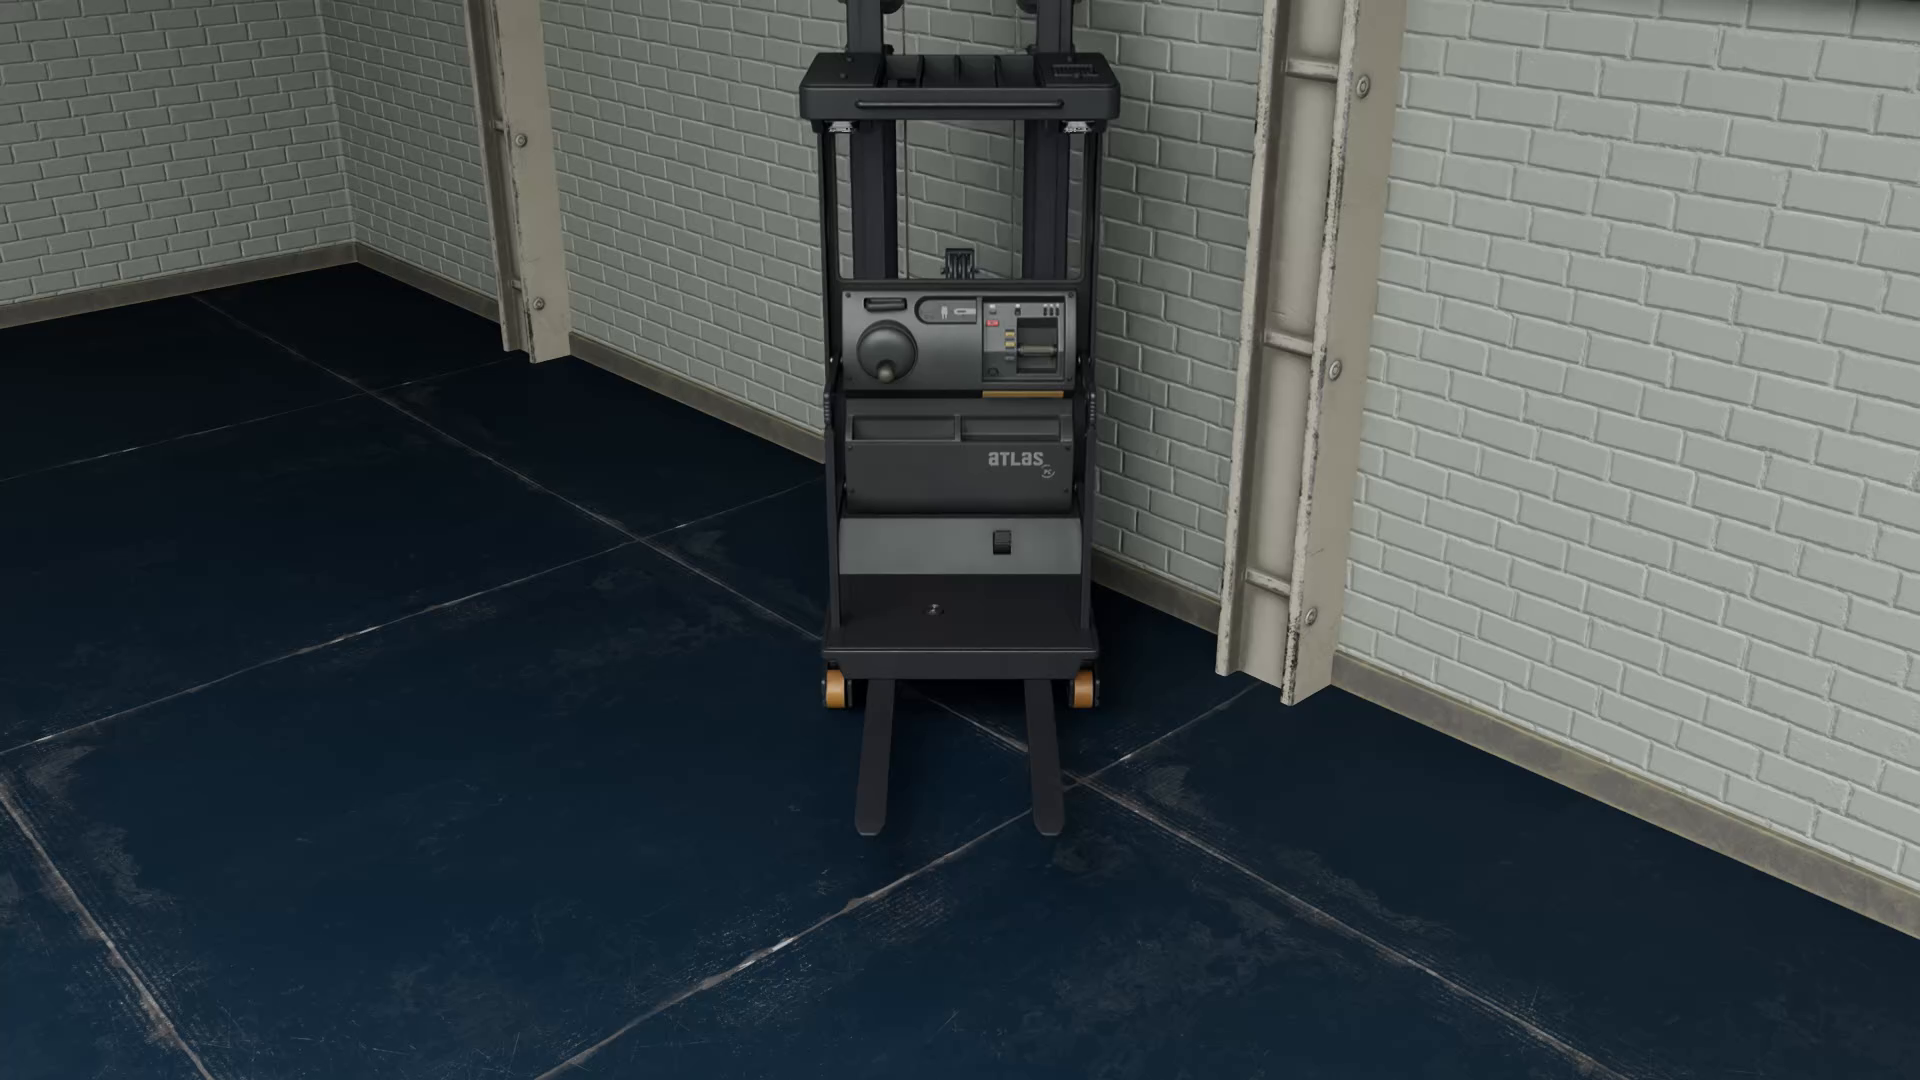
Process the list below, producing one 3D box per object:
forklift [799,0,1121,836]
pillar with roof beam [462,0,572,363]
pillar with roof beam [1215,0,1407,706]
[{"bbox_3d":[0.000,-0.775,6.418,1.130,2.935,3.031,0,25,0],"label":"forklift"},{"bbox_3d":[-5.921,-4.117,6.433,9.100,9.000,0.400,-21,32,-38],"label":"pillar with roof beam"},{"bbox_3d":[-1.820,-2.300,2.449,9.100,9.000,0.400,-21,32,-38],"label":"pillar with roof beam"}]
